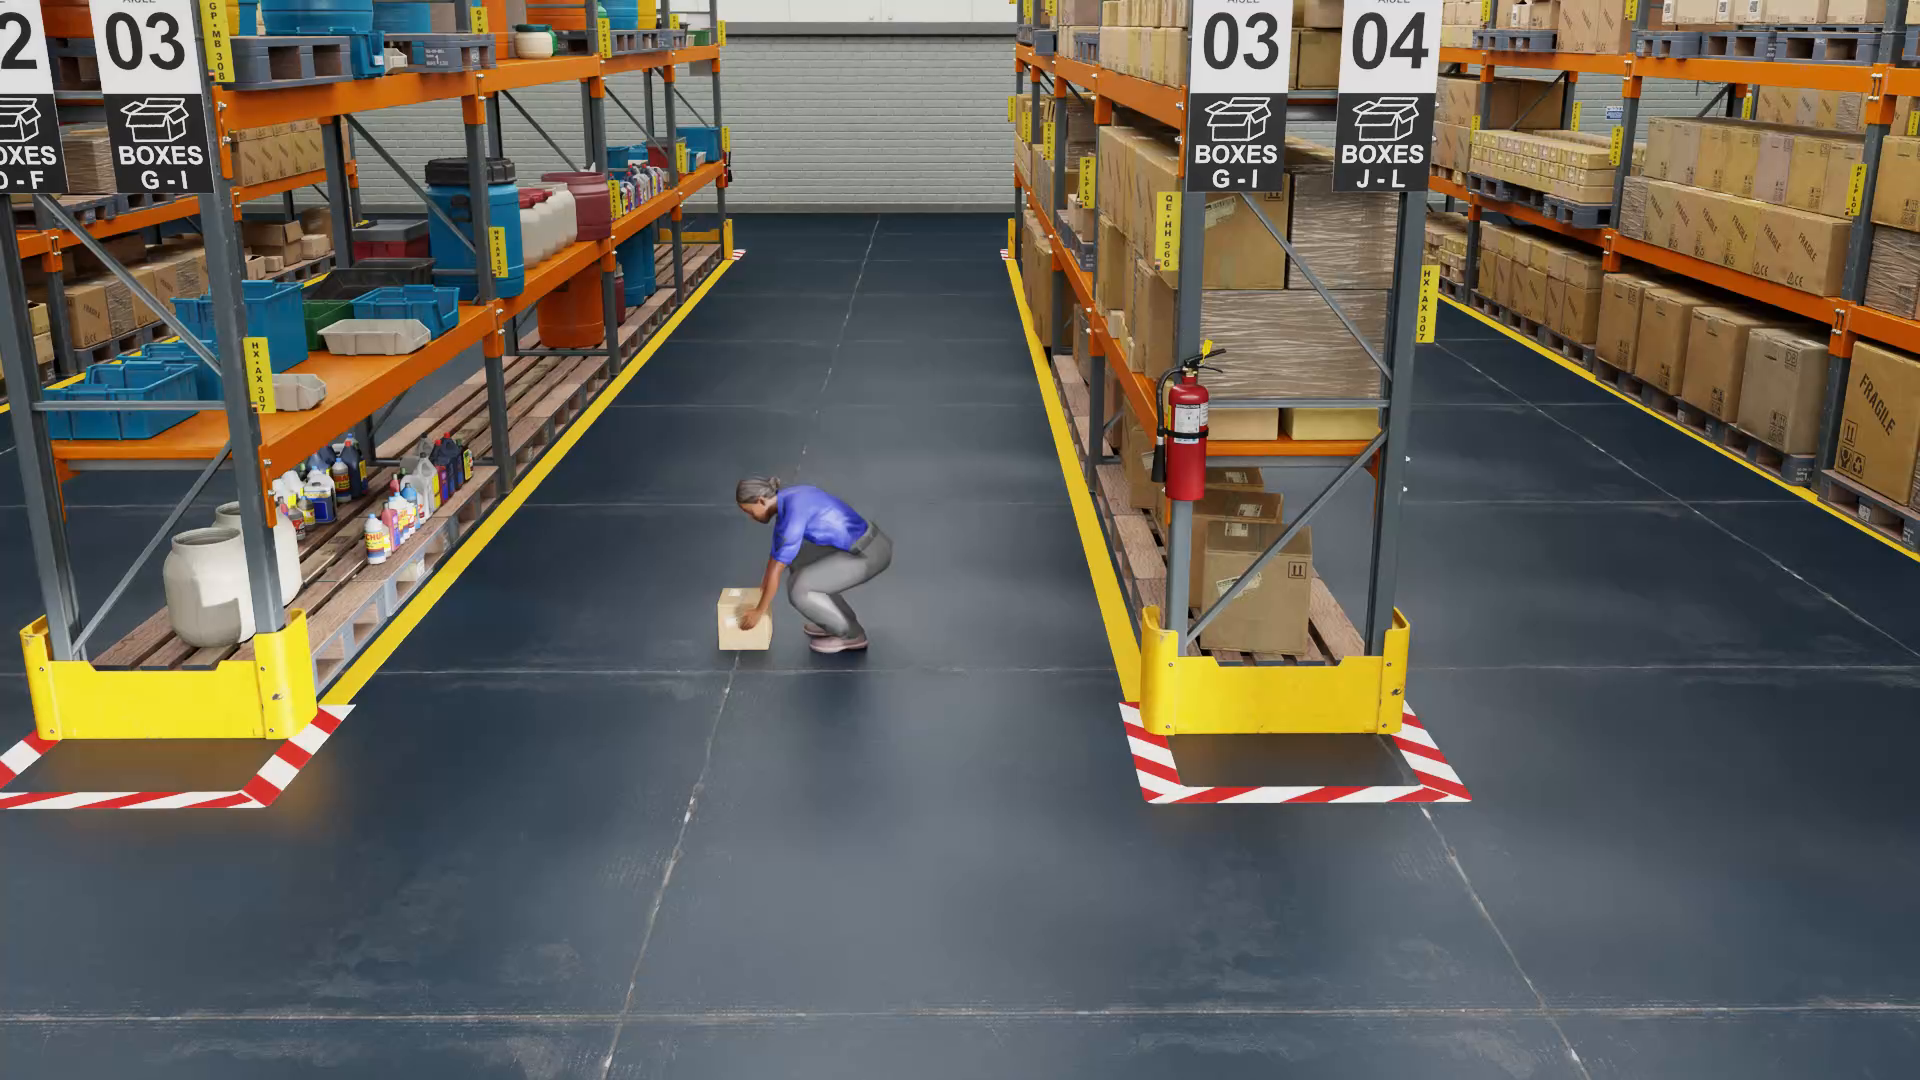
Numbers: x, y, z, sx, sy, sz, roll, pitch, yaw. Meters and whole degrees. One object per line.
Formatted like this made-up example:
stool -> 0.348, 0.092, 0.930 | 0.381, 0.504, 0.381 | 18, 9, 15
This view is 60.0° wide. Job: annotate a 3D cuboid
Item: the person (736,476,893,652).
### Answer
person -> -0.744, 0.101, 8.501 | 0.805, 0.911, 0.476 | 0, 17, -1
